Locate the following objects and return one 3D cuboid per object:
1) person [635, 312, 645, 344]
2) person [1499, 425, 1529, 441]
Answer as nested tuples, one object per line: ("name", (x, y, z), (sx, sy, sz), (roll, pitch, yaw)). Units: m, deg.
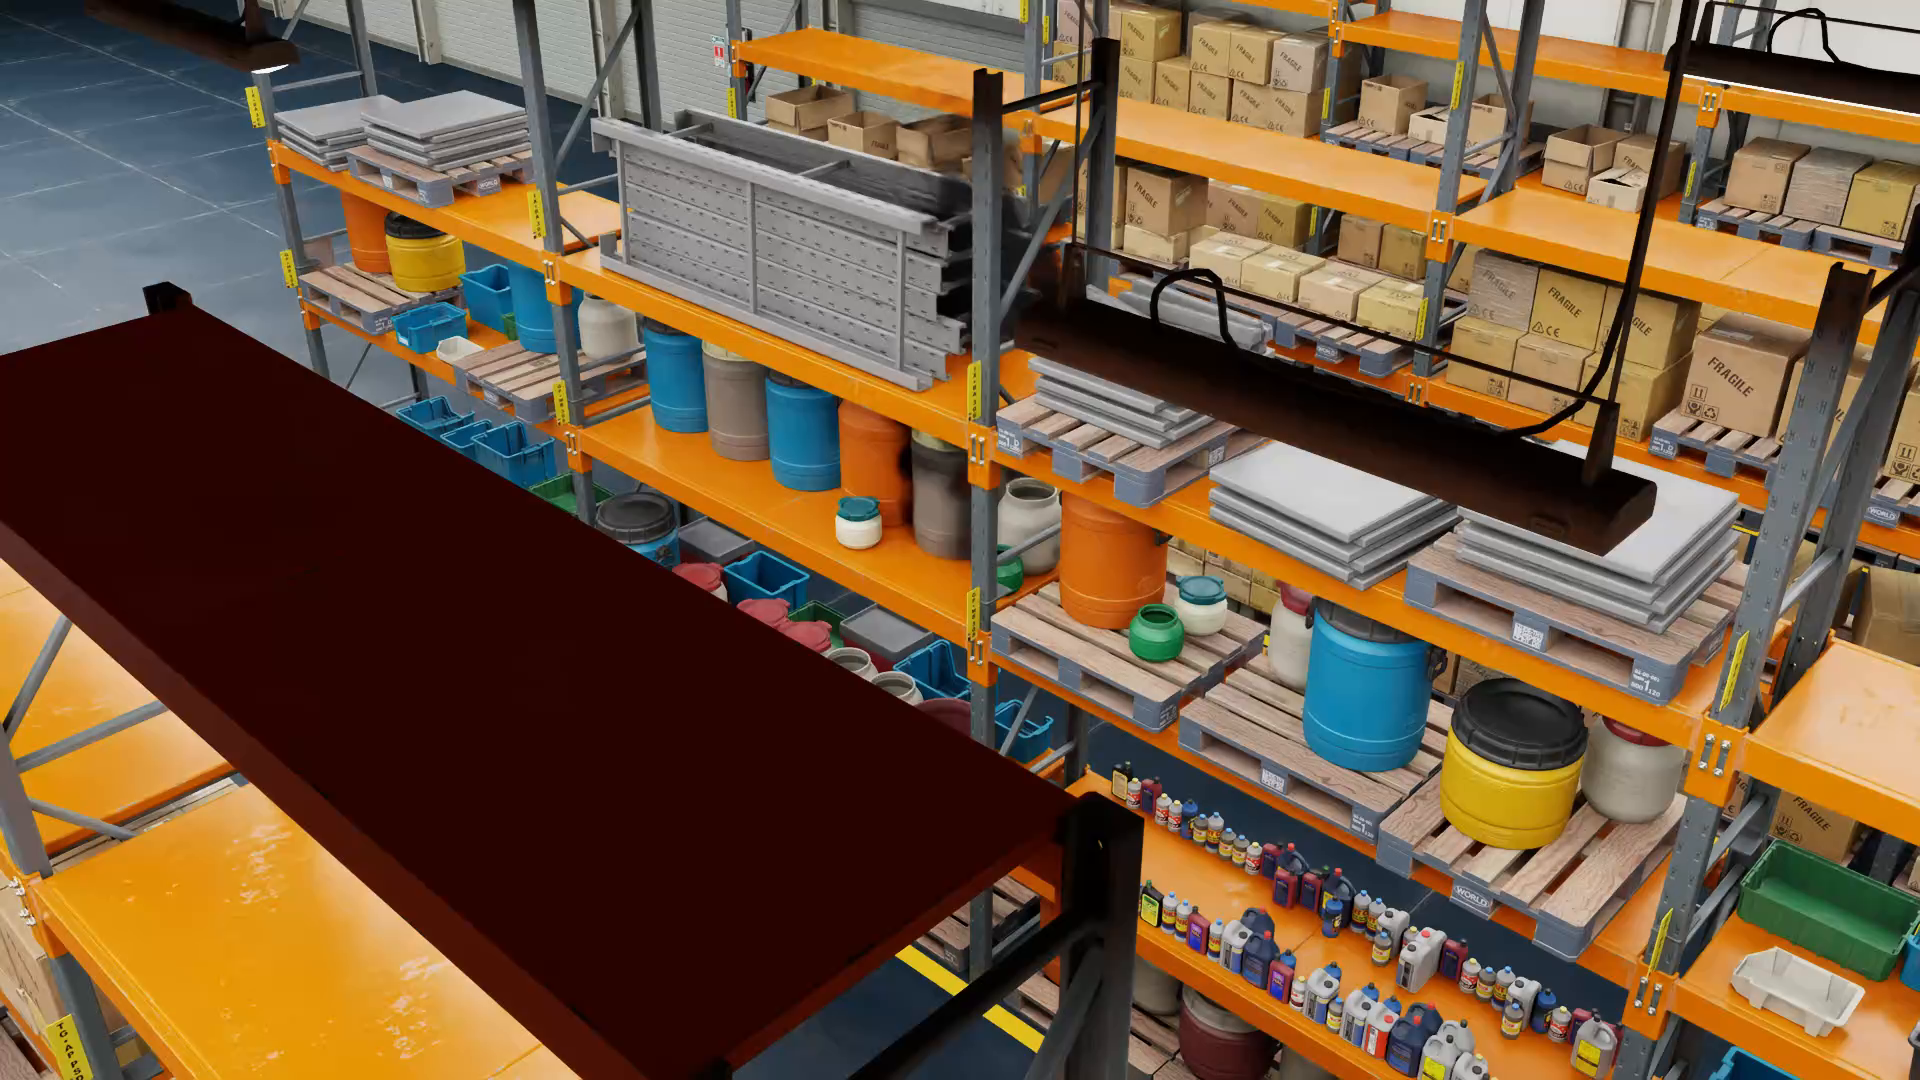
("person", (-3.739, -3.094, 20.024), (0.763, 1.784, 0.636), (-16, 33, -27))
("person", (4.883, -0.354, 15.083), (0.715, 1.719, 0.690), (19, 35, 30))
